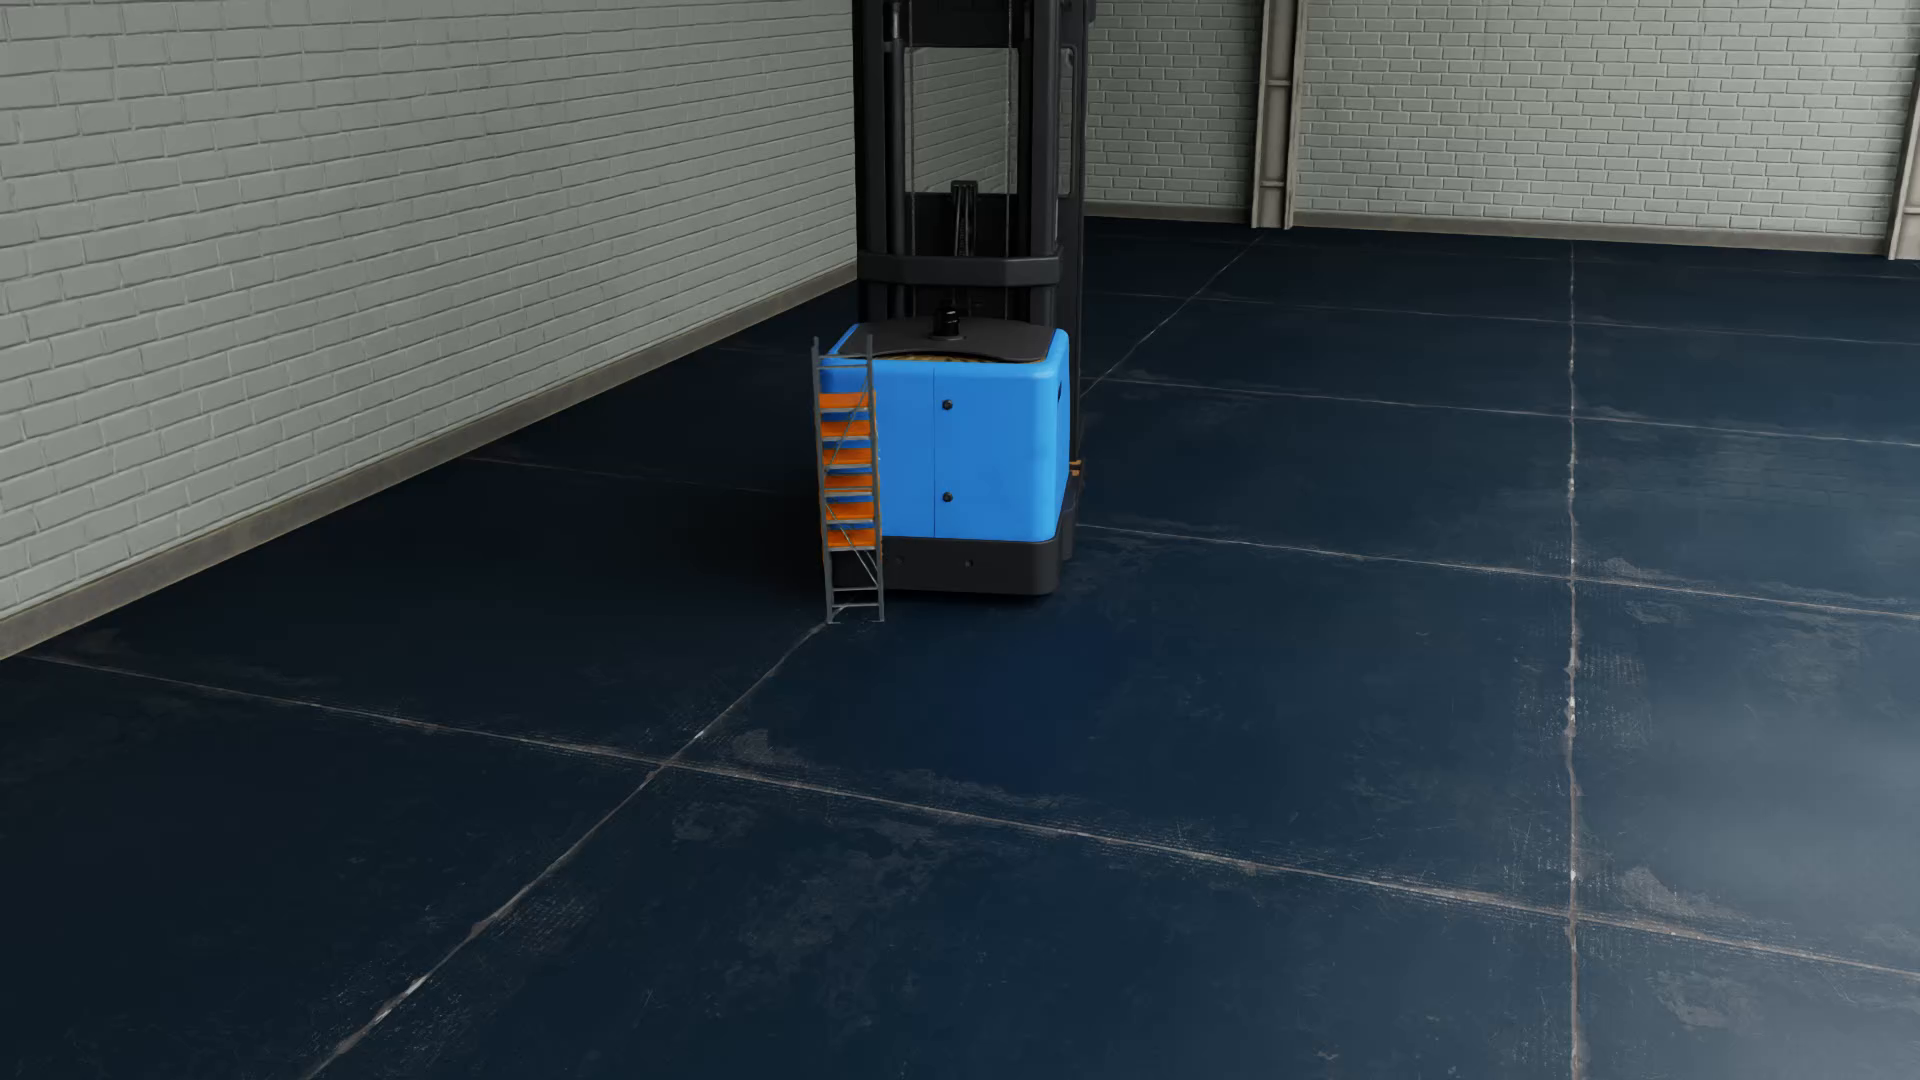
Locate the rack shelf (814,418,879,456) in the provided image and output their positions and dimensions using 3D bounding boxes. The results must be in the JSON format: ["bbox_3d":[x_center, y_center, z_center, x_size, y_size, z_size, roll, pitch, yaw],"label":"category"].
[{"bbox_3d":[-0.466,-0.425,6.861,0.258,0.103,0.180,-2,20,-1],"label":"rack shelf"}]

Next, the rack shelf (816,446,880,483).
[{"bbox_3d":[-0.462,-0.312,6.903,0.258,0.103,0.180,-2,20,-1],"label":"rack shelf"}]

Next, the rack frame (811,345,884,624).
[{"bbox_3d":[-0.458,-0.210,6.844,0.240,1.200,0.006,-2,20,-1],"label":"rack frame"}]

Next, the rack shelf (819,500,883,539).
[{"bbox_3d":[-0.456,-0.087,6.987,0.258,0.103,0.180,-2,20,-1],"label":"rack shelf"}]

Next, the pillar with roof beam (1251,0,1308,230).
[{"bbox_3d":[1.886,-6.225,12.263,0.400,9.000,9.100,7,20,18],"label":"pillar with roof beam"}]

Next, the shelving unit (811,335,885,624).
[{"bbox_3d":[-0.460,-0.242,6.929,0.258,1.200,0.189,-2,20,-1],"label":"shelving unit"}]

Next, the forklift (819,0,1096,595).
[{"bbox_3d":[0.078,-1.589,8.181,1.130,2.935,3.031,2,19,7],"label":"forklift"}]

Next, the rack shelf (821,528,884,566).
[{"bbox_3d":[-0.452,0.025,7.028,0.258,0.103,0.180,-2,20,-1],"label":"rack shelf"}]

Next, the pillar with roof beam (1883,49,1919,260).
[{"bbox_3d":[7.553,-5.577,10.403,0.400,9.000,9.100,7,20,18],"label":"pillar with roof beam"}]

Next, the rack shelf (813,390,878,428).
[{"bbox_3d":[-0.469,-0.537,6.820,0.258,0.103,0.180,-2,20,-1],"label":"rack shelf"}]

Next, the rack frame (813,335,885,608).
[{"bbox_3d":[-0.463,-0.273,7.015,0.240,1.200,0.006,-2,20,-1],"label":"rack frame"}]

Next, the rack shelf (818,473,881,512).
[{"bbox_3d":[-0.459,-0.200,6.945,0.258,0.103,0.180,-2,20,-1],"label":"rack shelf"}]
